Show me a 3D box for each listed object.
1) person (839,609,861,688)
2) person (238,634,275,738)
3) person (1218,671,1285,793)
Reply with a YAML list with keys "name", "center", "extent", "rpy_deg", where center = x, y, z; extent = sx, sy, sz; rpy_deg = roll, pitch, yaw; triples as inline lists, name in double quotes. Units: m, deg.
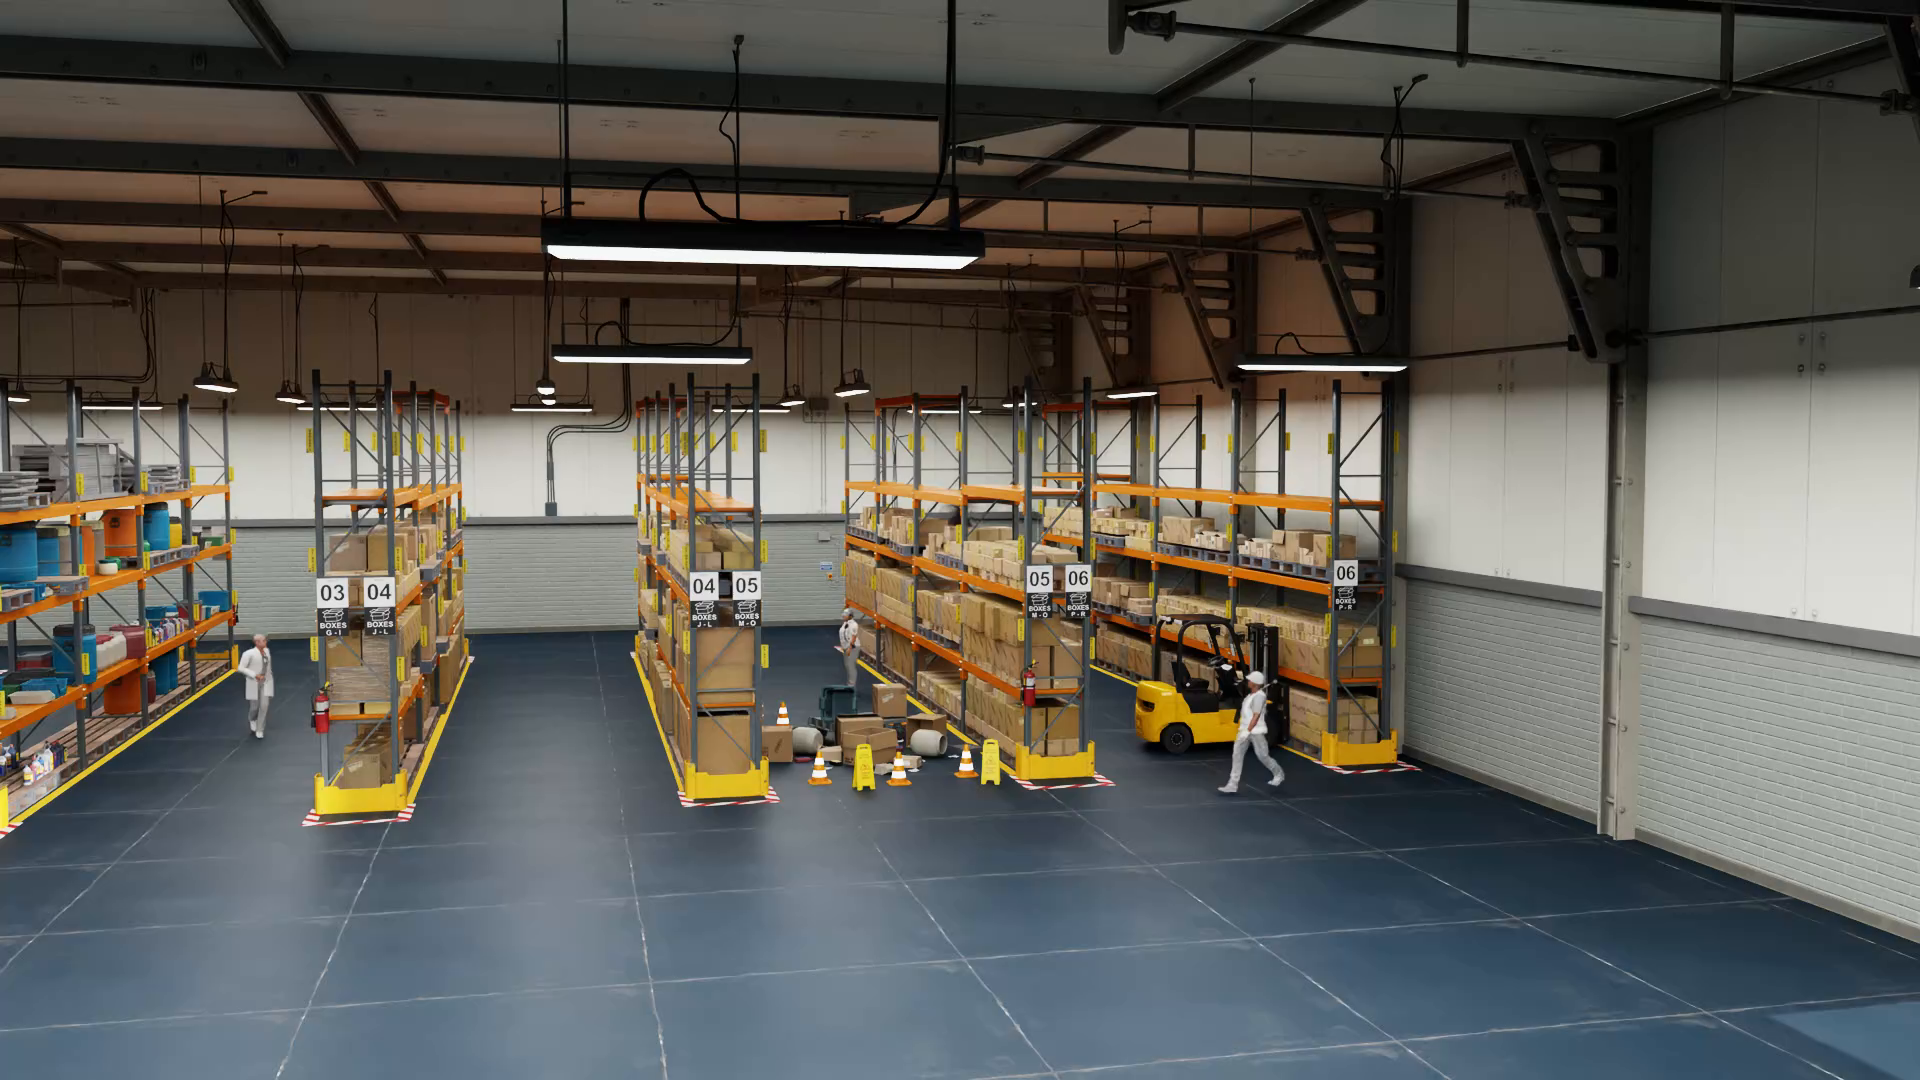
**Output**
- name: "person"
  center: [-2.243, 2.222, 33.684]
  extent: [0.437, 1.676, 0.496]
  rpy_deg: [-1, 4, -24]
- name: "person"
  center: [-12.091, 2.487, 28.544]
  extent: [0.594, 1.756, 0.807]
  rpy_deg: [-2, 4, -31]
- name: "person"
  center: [4.220, 2.751, 23.853]
  extent: [1.065, 1.748, 0.494]
  rpy_deg: [-2, 4, -34]
